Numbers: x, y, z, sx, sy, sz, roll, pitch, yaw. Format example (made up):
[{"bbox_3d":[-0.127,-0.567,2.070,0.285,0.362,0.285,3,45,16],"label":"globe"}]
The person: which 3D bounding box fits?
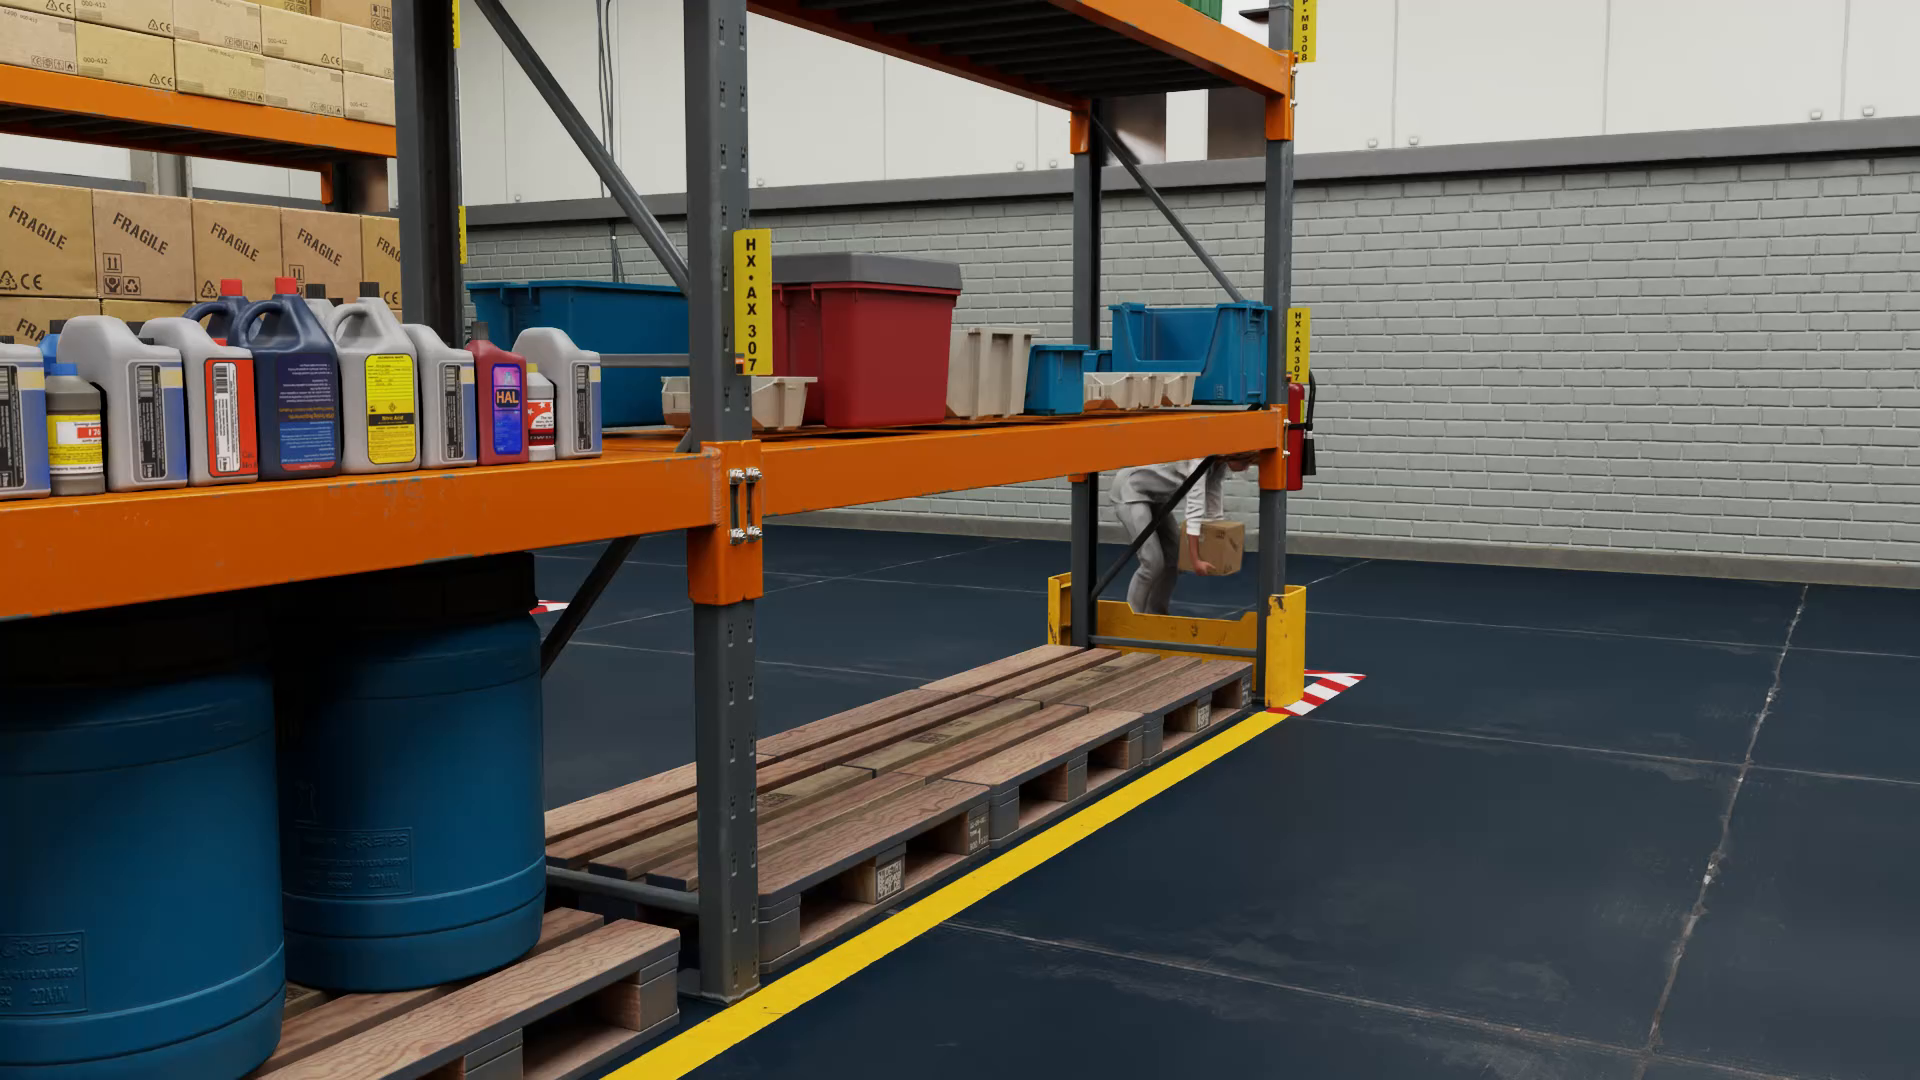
[{"bbox_3d":[1.181,0.000,8.664,0.821,1.186,0.382,4,7,33],"label":"person"}]
